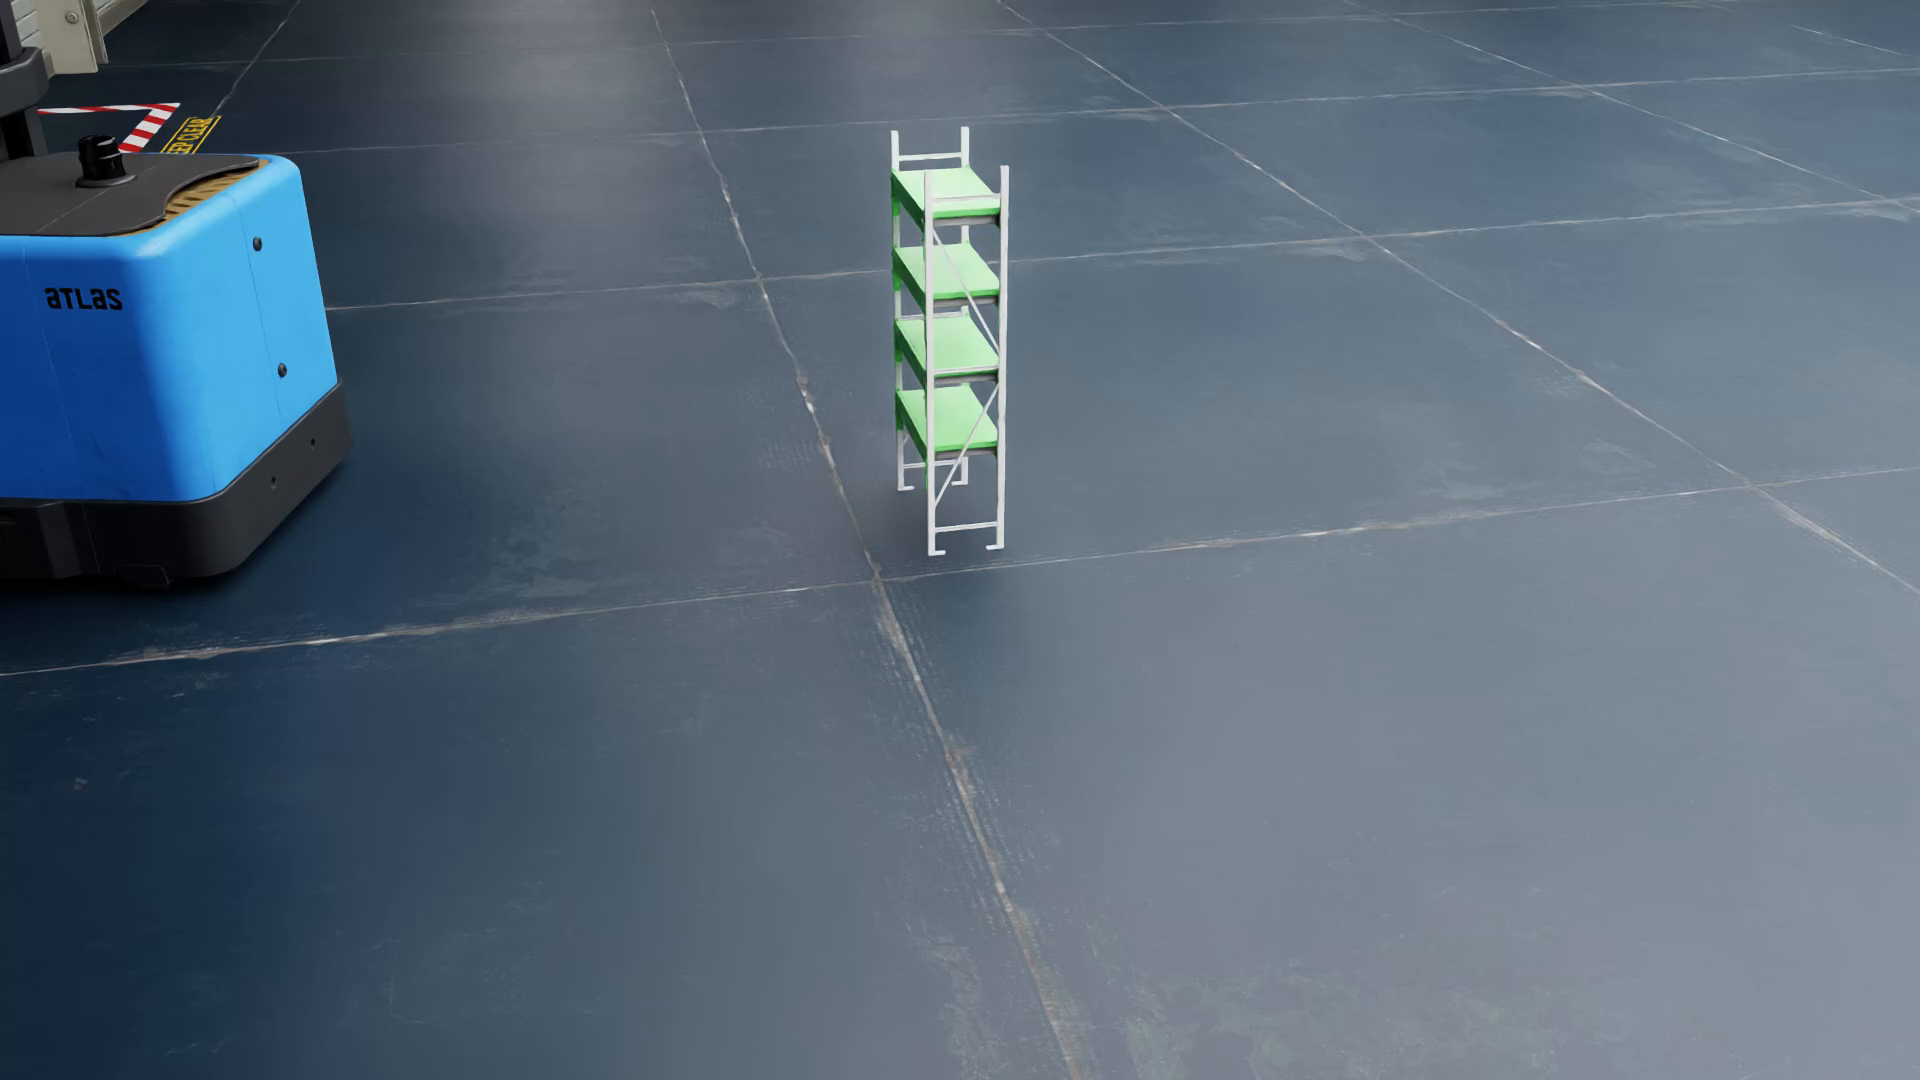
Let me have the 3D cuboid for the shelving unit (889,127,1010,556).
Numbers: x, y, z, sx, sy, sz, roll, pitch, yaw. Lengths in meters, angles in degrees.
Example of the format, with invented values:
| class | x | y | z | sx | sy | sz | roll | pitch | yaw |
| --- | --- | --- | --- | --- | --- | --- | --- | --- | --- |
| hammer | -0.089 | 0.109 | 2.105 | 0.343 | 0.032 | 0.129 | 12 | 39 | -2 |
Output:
| class | x | y | z | sx | sy | sz | roll | pitch | yaw |
| --- | --- | --- | --- | --- | --- | --- | --- | --- | --- |
| shelving unit | -0.037 | -0.608 | 5.124 | 0.258 | 1.200 | 0.503 | -6 | 27 | -12 |

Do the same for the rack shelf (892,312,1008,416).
| class | x | y | z | sx | sy | sz | roll | pitch | yaw |
| --- | --- | --- | --- | --- | --- | --- | --- | --- | --- |
| rack shelf | -0.037 | -0.551 | 5.152 | 0.258 | 0.148 | 0.480 | -6 | 27 | -12 |

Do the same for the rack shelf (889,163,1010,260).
| class | x | y | z | sx | sy | sz | roll | pitch | yaw |
| --- | --- | --- | --- | --- | --- | --- | --- | --- | --- |
| rack shelf | -0.037 | -0.980 | 4.936 | 0.258 | 0.148 | 0.480 | -6 | 27 | -12 |

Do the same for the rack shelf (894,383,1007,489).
| class | x | y | z | sx | sy | sz | roll | pitch | yaw |
| --- | --- | --- | --- | --- | --- | --- | --- | --- | --- |
| rack shelf | -0.037 | -0.337 | 5.261 | 0.258 | 0.148 | 0.480 | -6 | 27 | -12 |

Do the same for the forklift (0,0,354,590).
| class | x | y | z | sx | sy | sz | roll | pitch | yaw |
| --- | --- | --- | --- | --- | --- | --- | --- | --- | --- |
| forklift | -3.624 | -1.407 | 4.784 | 3.031 | 2.935 | 1.130 | 2 | 27 | 3 |

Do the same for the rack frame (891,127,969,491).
| class | x | y | z | sx | sy | sz | roll | pitch | yaw |
| --- | --- | --- | --- | --- | --- | --- | --- | --- | --- |
| rack frame | -0.092 | -0.715 | 5.336 | 0.240 | 1.200 | 0.015 | -6 | 27 | -12 |

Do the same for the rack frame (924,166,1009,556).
| class | x | y | z | sx | sy | sz | roll | pitch | yaw |
| --- | --- | --- | --- | --- | --- | --- | --- | --- | --- |
| rack frame | 0.018 | -0.501 | 4.911 | 0.240 | 1.200 | 0.015 | -6 | 27 | -12 |

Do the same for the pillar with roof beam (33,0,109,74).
| class | x | y | z | sx | sy | sz | roll | pitch | yaw |
| --- | --- | --- | --- | --- | --- | --- | --- | --- | --- |
| pillar with roof beam | -2.156 | -7.859 | 10.833 | 9.100 | 9.000 | 0.400 | -6 | 27 | -12 |

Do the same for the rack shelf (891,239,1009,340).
| class | x | y | z | sx | sy | sz | roll | pitch | yaw |
| --- | --- | --- | --- | --- | --- | --- | --- | --- | --- |
| rack shelf | -0.037 | -0.766 | 5.044 | 0.258 | 0.148 | 0.480 | -6 | 27 | -12 |
